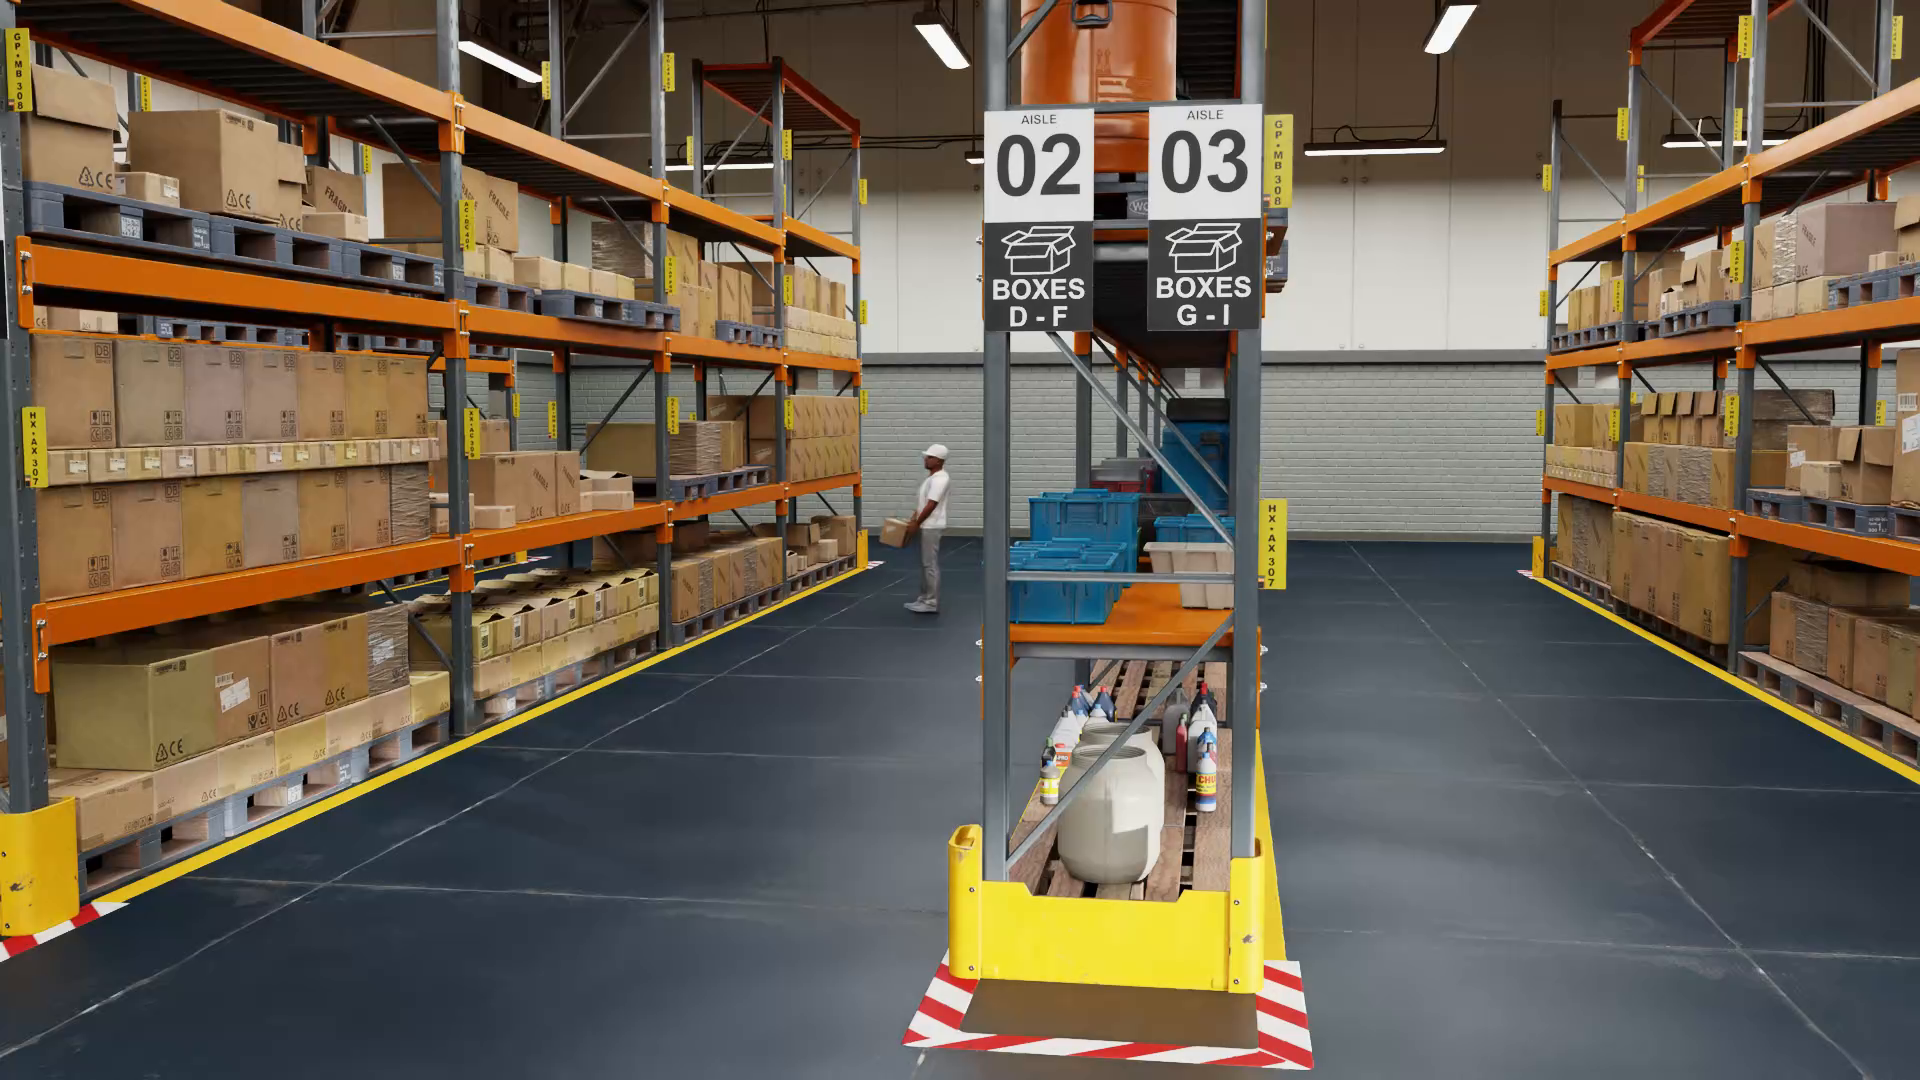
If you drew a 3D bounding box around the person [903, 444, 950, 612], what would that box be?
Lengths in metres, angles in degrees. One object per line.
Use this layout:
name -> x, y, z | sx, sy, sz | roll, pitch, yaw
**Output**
person -> -0.362, -0.126, 17.510 | 0.493, 1.773, 0.583 | -1, 4, -7
